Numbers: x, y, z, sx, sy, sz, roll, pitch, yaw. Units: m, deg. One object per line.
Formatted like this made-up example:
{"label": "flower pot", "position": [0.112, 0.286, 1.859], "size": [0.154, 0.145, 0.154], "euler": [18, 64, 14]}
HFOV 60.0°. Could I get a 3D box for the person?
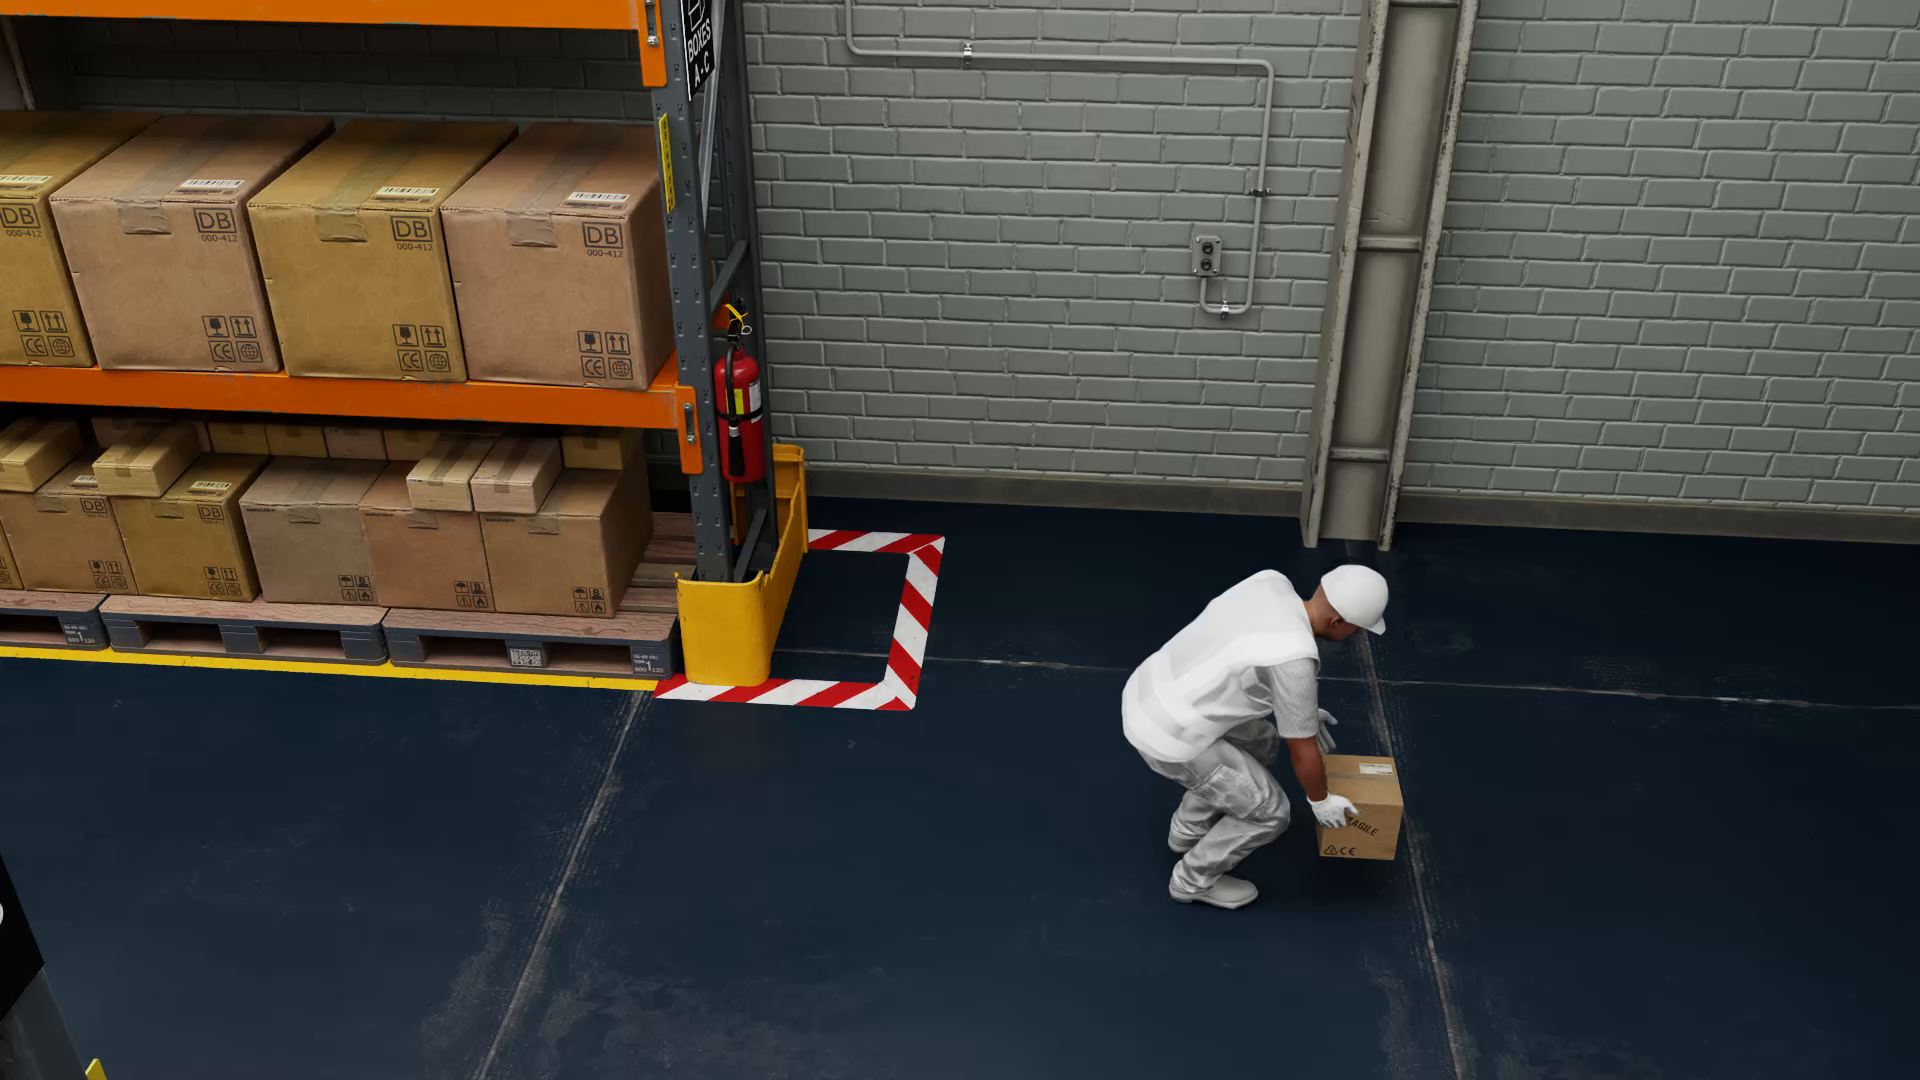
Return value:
{"label": "person", "position": [0.961, 0.616, 5.615], "size": [0.831, 1.264, 0.607], "euler": [2, 32, 4]}
